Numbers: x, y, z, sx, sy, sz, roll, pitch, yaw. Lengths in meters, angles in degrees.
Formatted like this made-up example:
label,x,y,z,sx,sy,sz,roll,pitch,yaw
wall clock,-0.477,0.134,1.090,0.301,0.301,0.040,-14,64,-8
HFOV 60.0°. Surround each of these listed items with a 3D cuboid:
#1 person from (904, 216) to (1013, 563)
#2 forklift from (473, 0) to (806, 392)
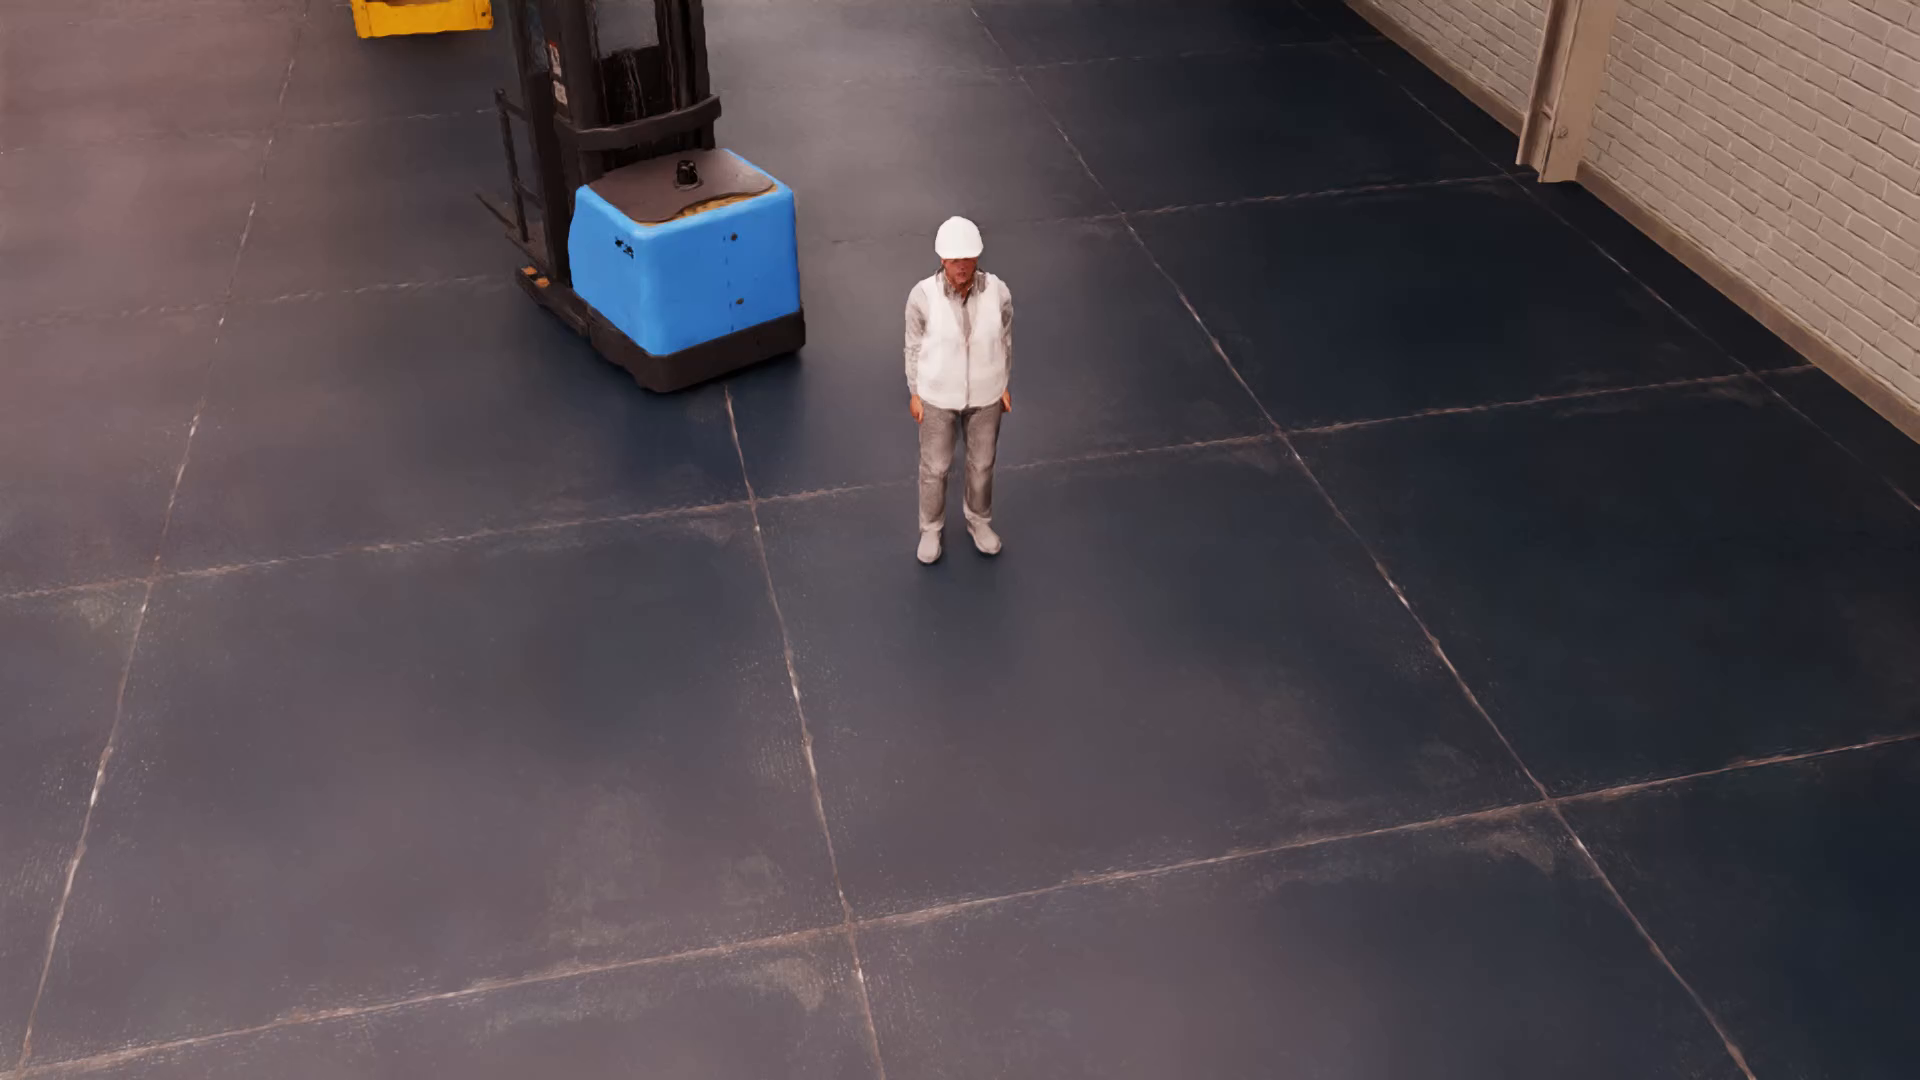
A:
label,x,y,z,sx,sy,sz,roll,pitch,yaw
person,0.004,-0.716,8.036,0.529,1.776,0.356,-8,36,-11
forklift,-2.219,-2.855,10.017,1.130,2.935,3.031,-23,42,-29
